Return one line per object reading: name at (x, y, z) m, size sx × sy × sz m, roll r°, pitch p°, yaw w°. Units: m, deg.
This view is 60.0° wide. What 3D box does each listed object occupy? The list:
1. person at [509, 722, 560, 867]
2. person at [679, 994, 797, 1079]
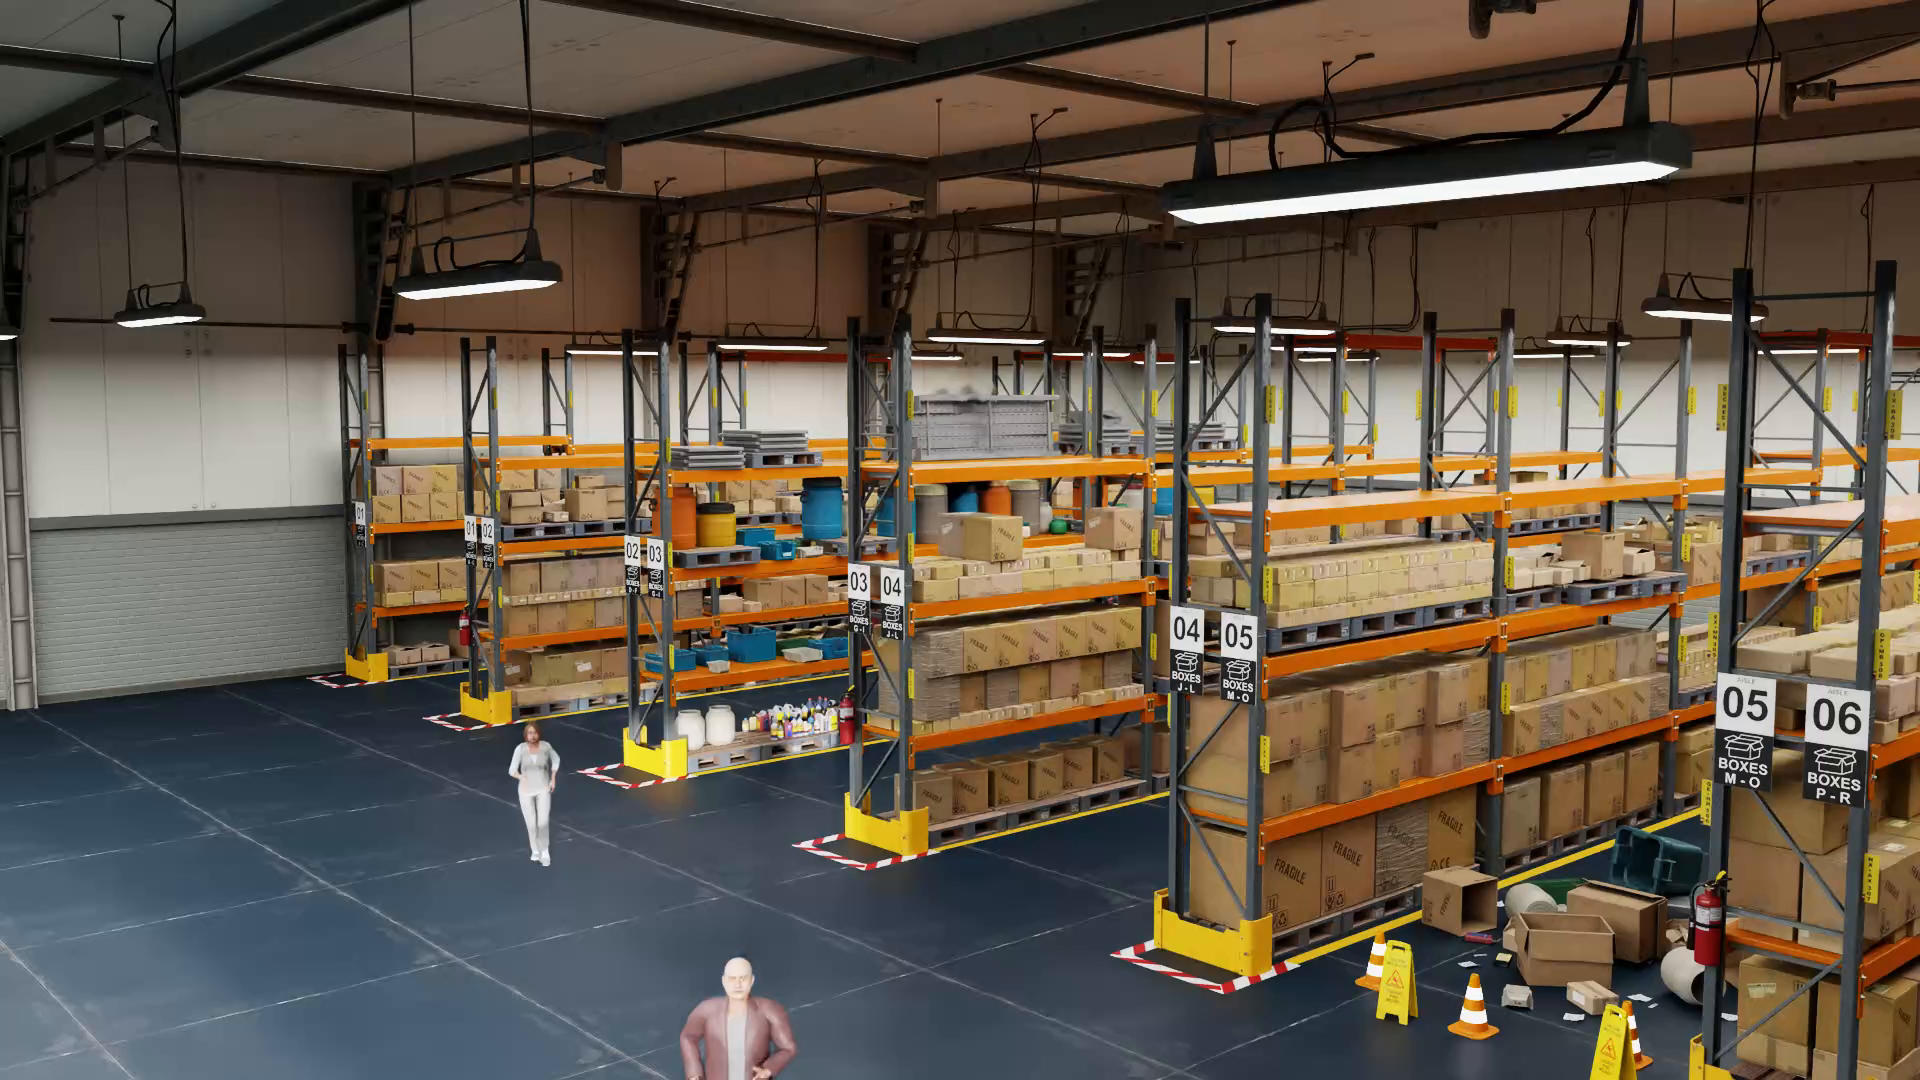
person at (-4.614, 2.765, 18.038) m, size 0.527 × 1.569 × 0.649 m, roll -1°, pitch 5°, yaw -11°
person at (-1.350, 3.455, 10.121) m, size 0.720 × 1.465 × 0.705 m, roll -1°, pitch 5°, yaw -6°
